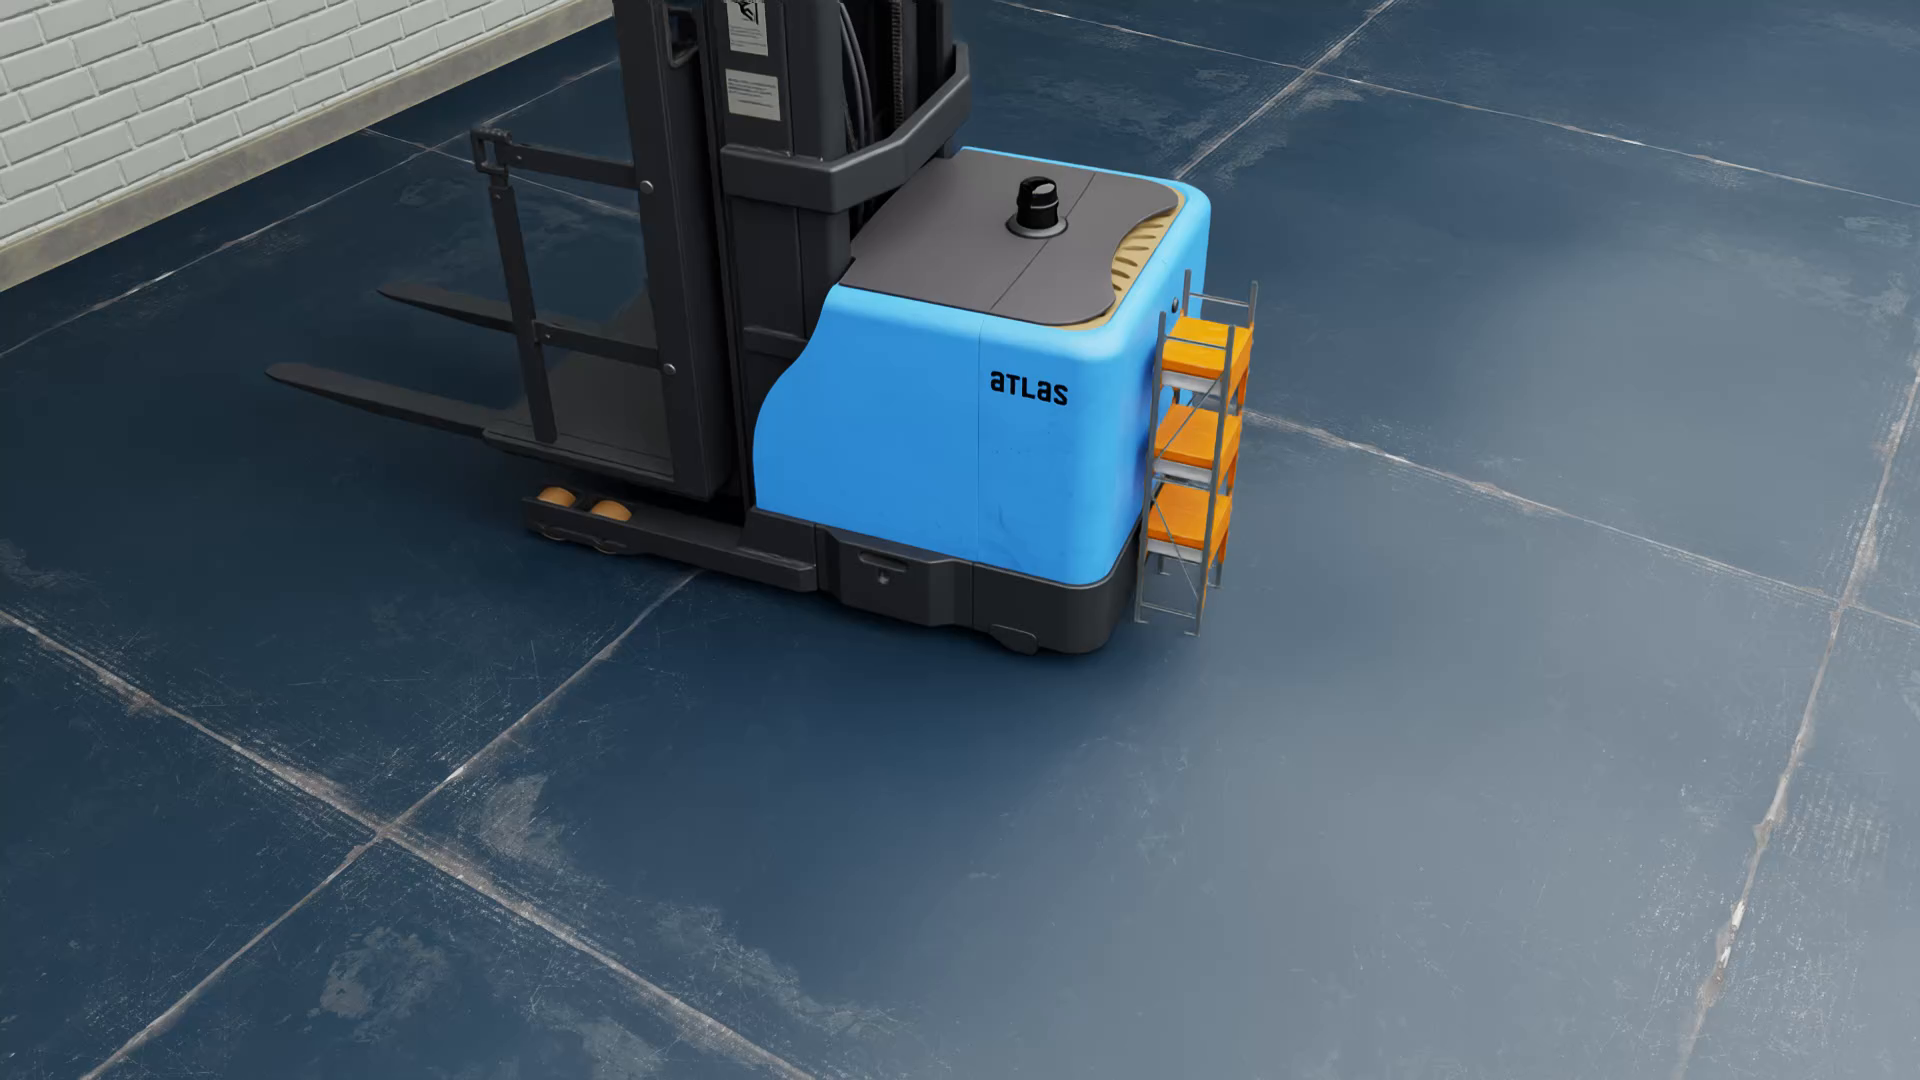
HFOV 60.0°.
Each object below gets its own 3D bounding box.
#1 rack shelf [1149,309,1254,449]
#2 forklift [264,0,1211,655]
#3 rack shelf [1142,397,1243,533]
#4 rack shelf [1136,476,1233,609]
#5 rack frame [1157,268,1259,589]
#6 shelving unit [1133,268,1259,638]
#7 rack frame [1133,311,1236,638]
[{"bbox_3d":[0.655,-0.439,4.511,0.215,0.259,0.240,14,40,17],"label":"rack shelf"},{"bbox_3d":[-0.827,-1.401,4.666,3.031,2.935,1.130,14,40,17],"label":"forklift"},{"bbox_3d":[0.654,-0.214,4.685,0.215,0.259,0.240,14,40,17],"label":"rack shelf"},{"bbox_3d":[0.654,0.006,4.855,0.215,0.259,0.240,14,40,17],"label":"rack shelf"},{"bbox_3d":[0.699,-0.292,4.768,0.200,1.050,0.008,14,40,17],"label":"rack frame"},{"bbox_3d":[0.654,-0.222,4.678,0.215,1.050,0.252,14,40,17],"label":"shelving unit"},{"bbox_3d":[0.609,-0.153,4.589,0.200,1.050,0.008,14,40,17],"label":"rack frame"}]
